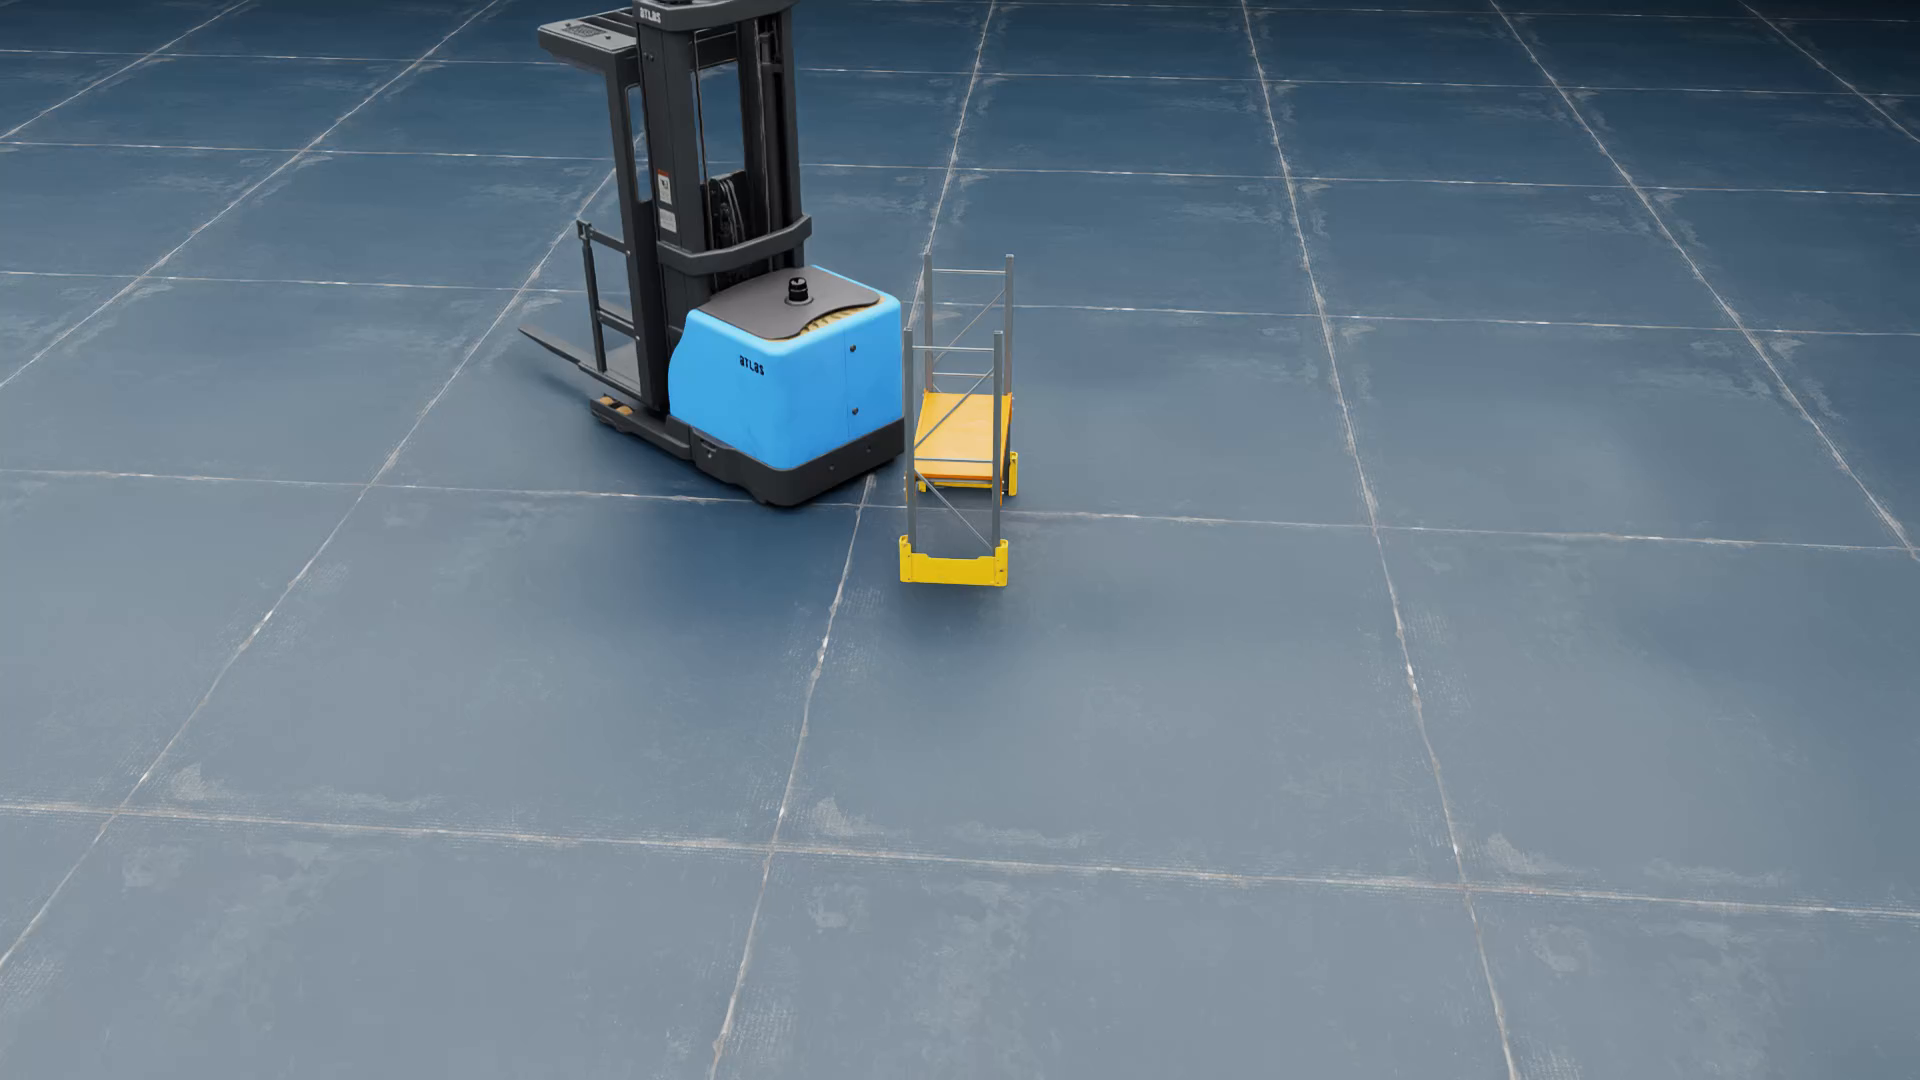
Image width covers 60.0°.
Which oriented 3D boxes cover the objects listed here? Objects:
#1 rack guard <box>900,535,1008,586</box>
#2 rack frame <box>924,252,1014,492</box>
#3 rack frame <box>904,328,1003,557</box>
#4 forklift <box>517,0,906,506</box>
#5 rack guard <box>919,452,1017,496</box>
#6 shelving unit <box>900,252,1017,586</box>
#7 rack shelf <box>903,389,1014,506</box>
[{"bbox_3d":[-0.034,0.114,9.107,0.587,0.250,0.087,2,32,4],"label":"rack guard"},{"bbox_3d":[0.048,-0.949,9.641,0.500,1.500,0.032,2,32,4],"label":"rack frame"},{"bbox_3d":[-0.034,-0.417,8.778,0.500,1.500,0.032,2,32,4],"label":"rack frame"},{"bbox_3d":[-1.744,-2.110,10.161,3.031,2.935,1.130,27,41,36],"label":"forklift"},{"bbox_3d":[0.047,-0.407,9.952,0.587,0.250,0.087,2,32,4],"label":"rack guard"},{"bbox_3d":[0.006,-0.678,9.201,0.587,1.500,1.083,2,32,4],"label":"shelving unit"},{"bbox_3d":[0.007,-0.530,9.304,0.538,0.185,1.000,2,32,4],"label":"rack shelf"}]
